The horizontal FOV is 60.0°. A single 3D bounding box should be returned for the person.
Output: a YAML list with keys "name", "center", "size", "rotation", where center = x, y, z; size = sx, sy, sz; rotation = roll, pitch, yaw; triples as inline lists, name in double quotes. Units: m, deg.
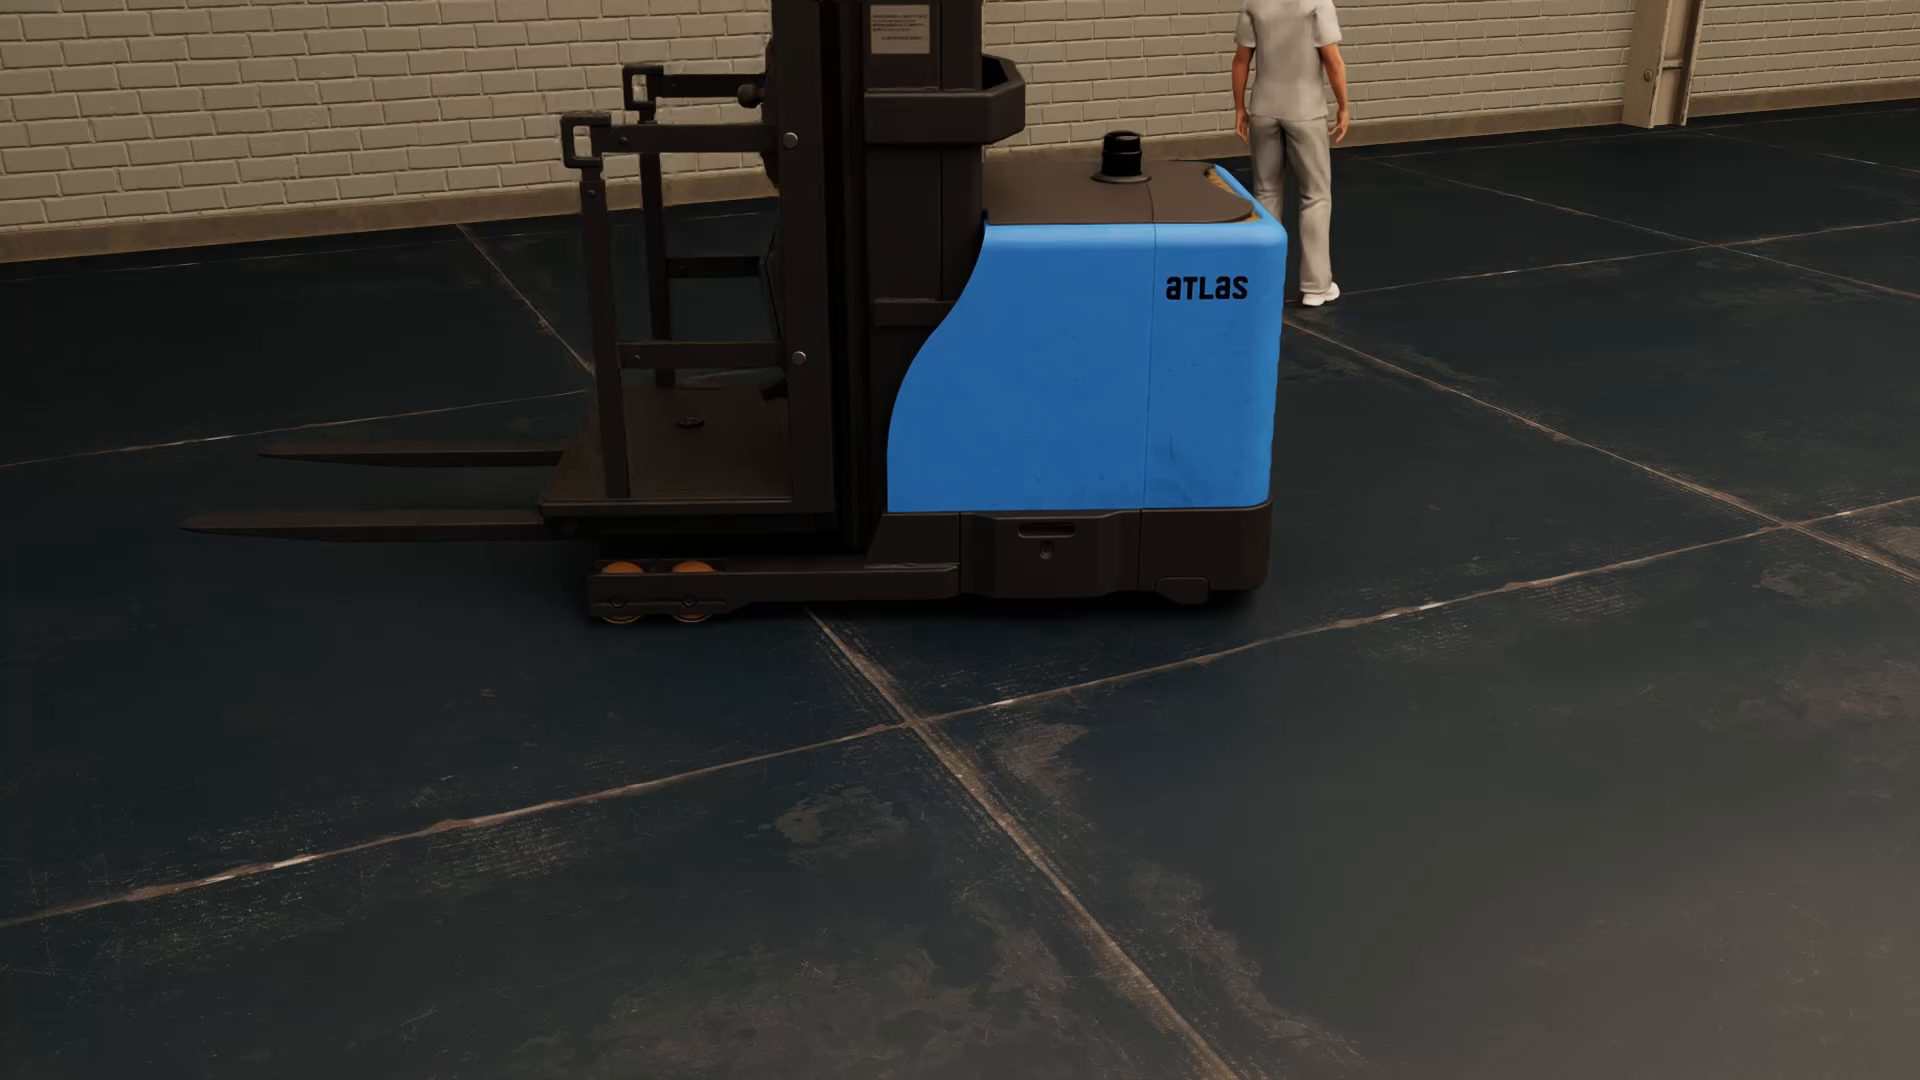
- name: "person"
  center: [1.492, -1.897, 7.499]
  size: [0.525, 1.685, 0.493]
  rotation: [12, 25, 26]

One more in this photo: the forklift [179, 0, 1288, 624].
- name: "forklift"
  center: [-0.666, -1.330, 4.488]
  size: [3.031, 2.935, 1.130]
  rotation: [-1, 23, -2]
